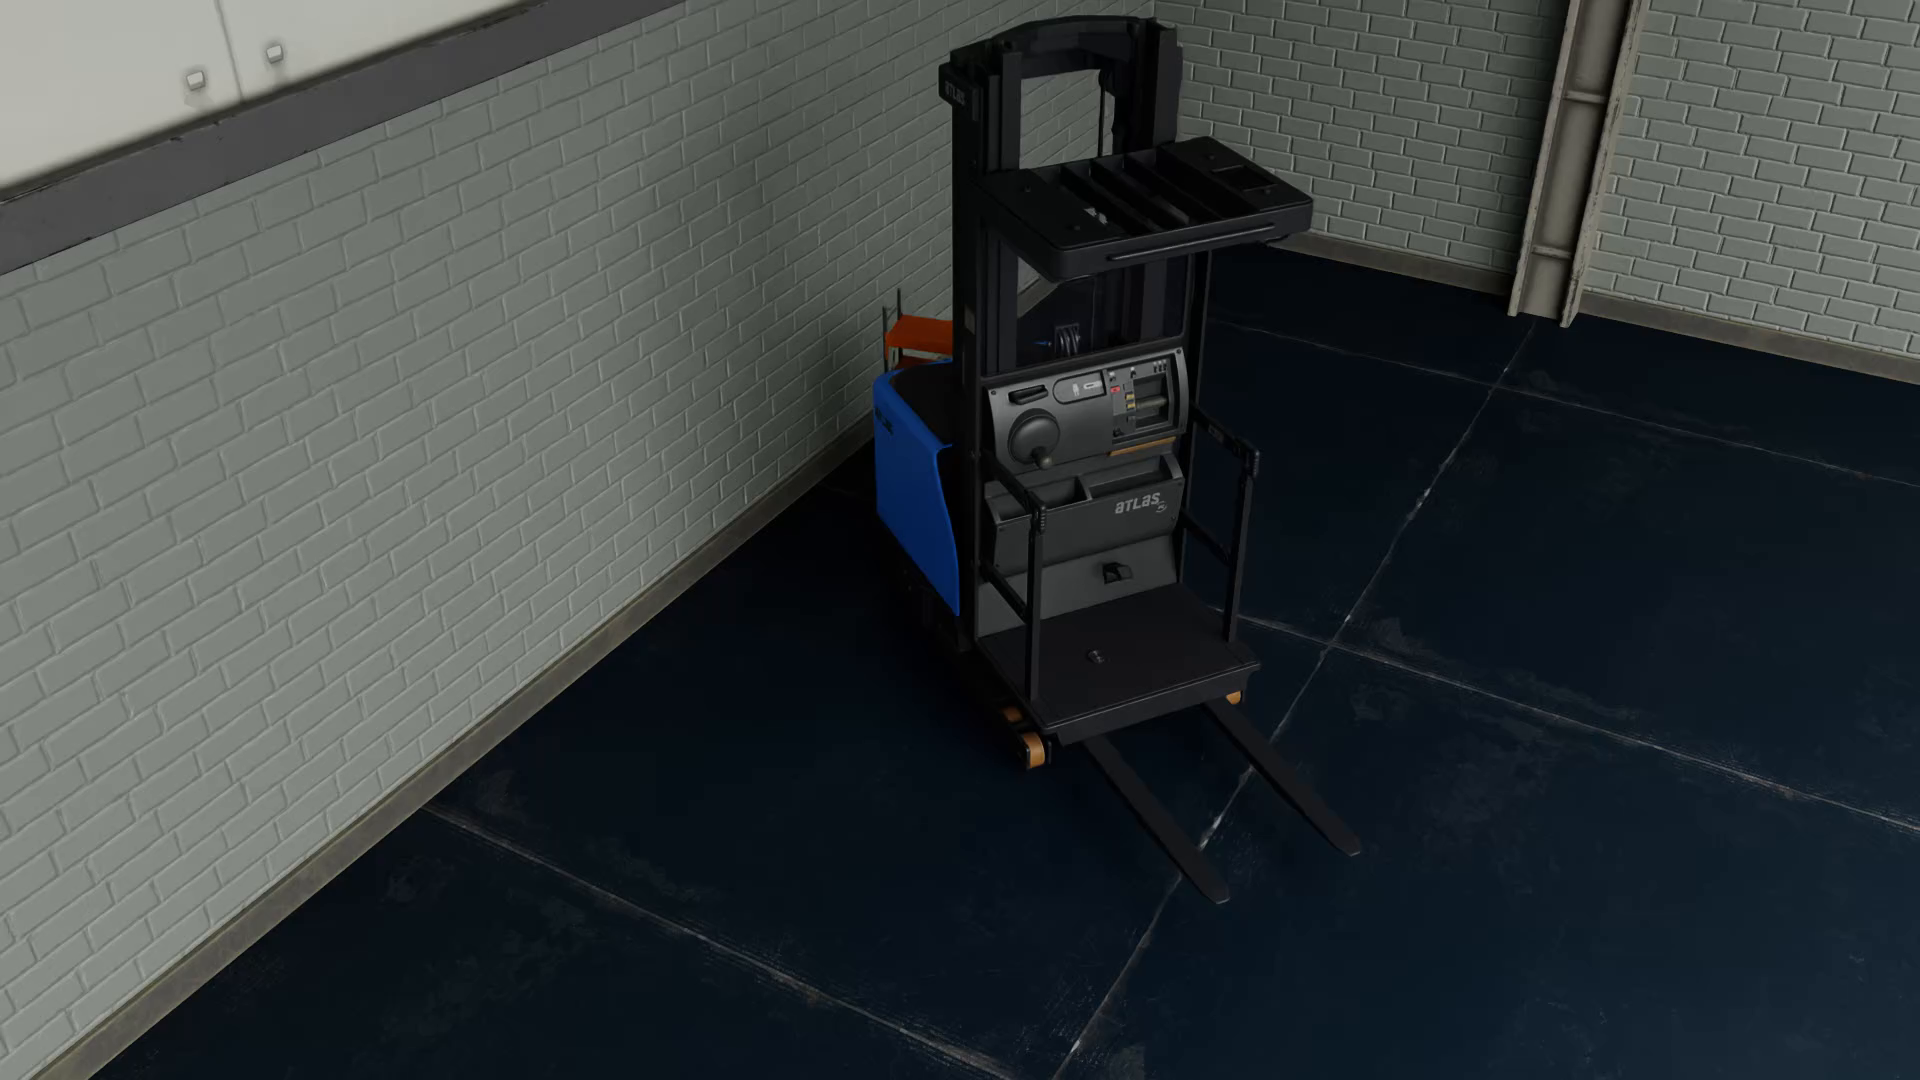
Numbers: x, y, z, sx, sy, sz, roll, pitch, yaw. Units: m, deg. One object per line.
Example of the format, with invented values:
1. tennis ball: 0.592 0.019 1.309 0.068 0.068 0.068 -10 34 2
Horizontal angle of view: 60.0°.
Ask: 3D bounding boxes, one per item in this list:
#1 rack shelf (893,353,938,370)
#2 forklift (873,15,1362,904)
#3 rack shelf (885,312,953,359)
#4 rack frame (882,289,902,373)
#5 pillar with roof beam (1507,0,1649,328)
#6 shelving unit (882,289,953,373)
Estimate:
1. rack shelf: -0.113 -0.813 8.607 0.480 0.148 0.258 10 35 15
2. forklift: 0.639 -0.498 6.854 1.130 2.935 3.031 -14 36 -20
3. rack shelf: -0.113 -1.010 8.476 0.480 0.148 0.258 10 35 15
4. rack frame: -0.346 -0.724 8.755 0.015 1.200 0.240 10 35 15
5. pillar with roof beam: 1.723 -3.183 5.410 0.400 9.000 9.100 18 37 24
6. shelving unit: -0.113 -0.683 8.693 0.503 1.200 0.258 10 35 15
